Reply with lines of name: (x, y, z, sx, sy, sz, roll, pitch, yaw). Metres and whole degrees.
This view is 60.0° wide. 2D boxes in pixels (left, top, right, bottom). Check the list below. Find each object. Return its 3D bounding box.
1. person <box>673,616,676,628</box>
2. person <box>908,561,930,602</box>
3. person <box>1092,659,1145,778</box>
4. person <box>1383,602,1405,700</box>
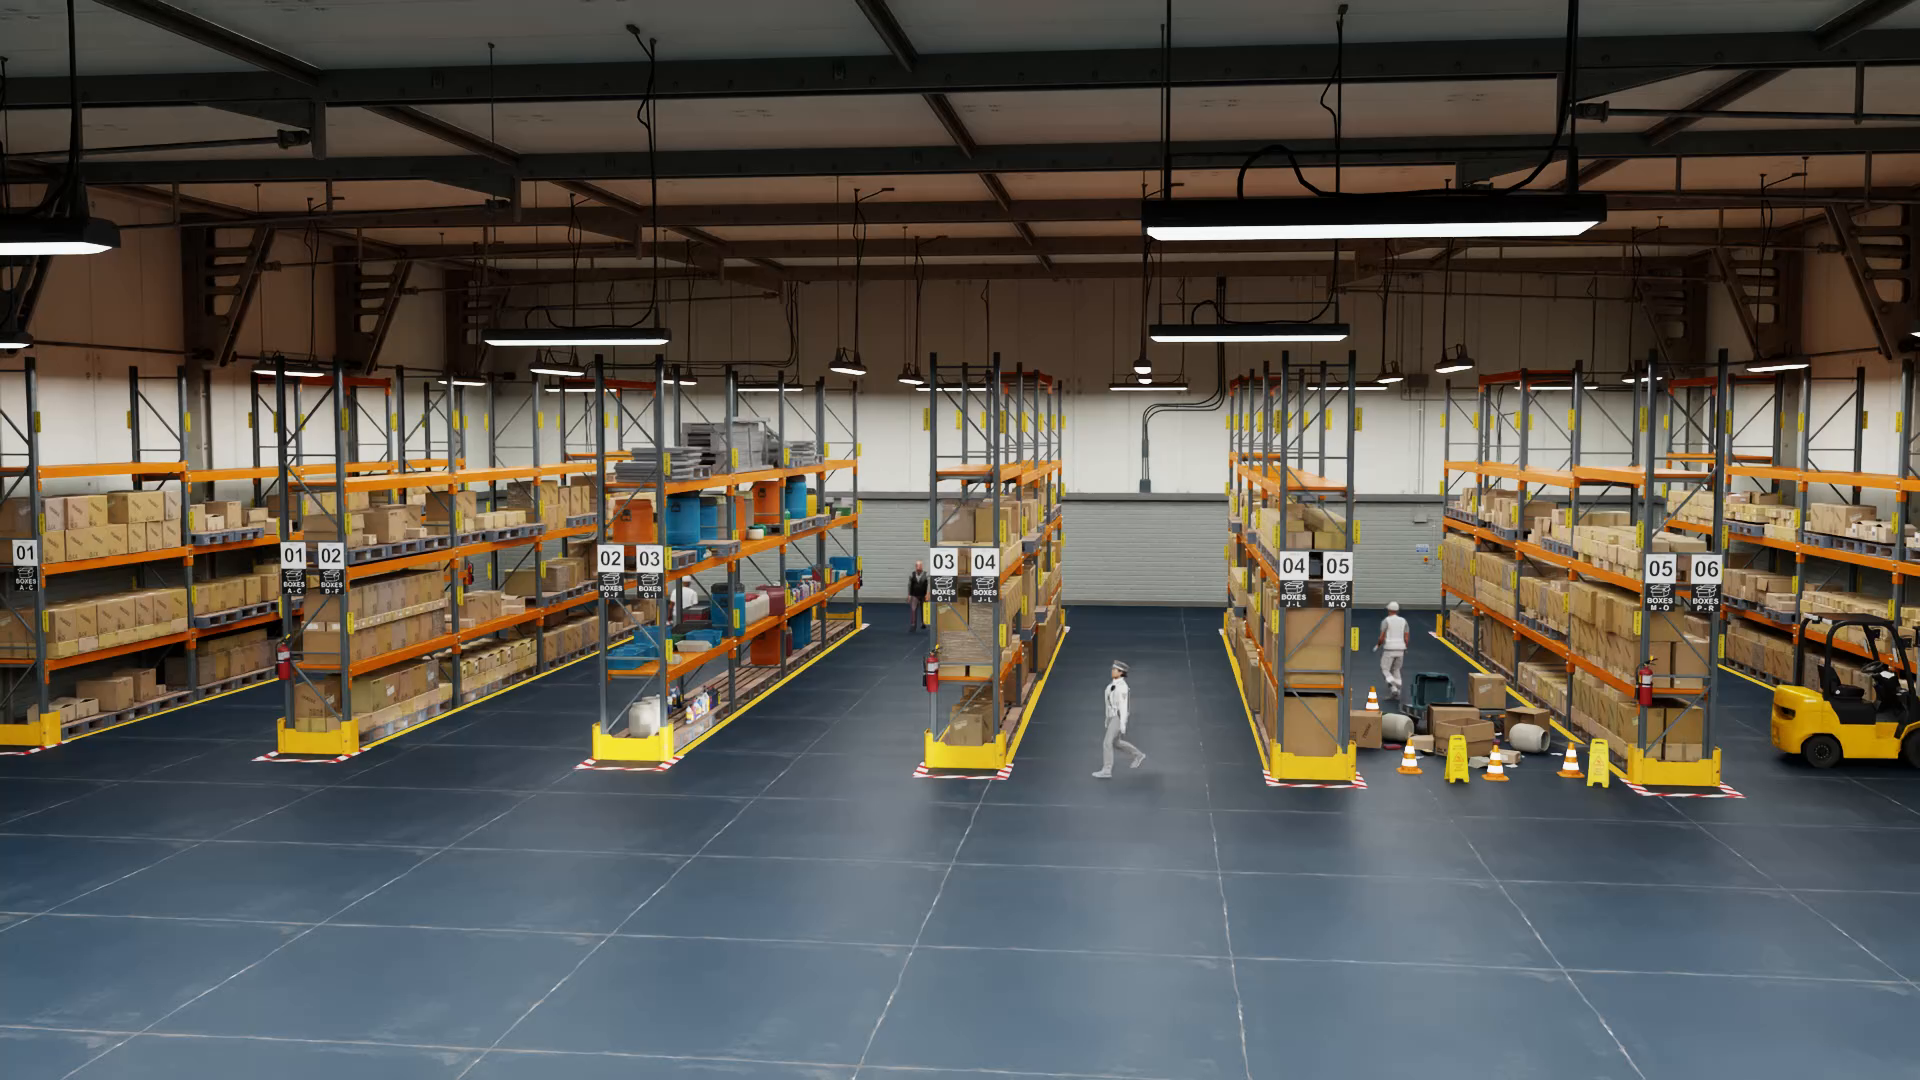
person: (-5.912, 1.974, 35.342, 0.439, 0.934, 0.433, 0, 4, 4)
person: (-0.974, 1.057, 39.662, 0.582, 0.928, 0.494, 0, 4, 1)
person: (2.263, 2.501, 23.460, 0.887, 1.653, 0.484, -2, 4, -21)
person: (7.817, 2.003, 30.109, 0.418, 1.763, 0.451, -1, 4, -18)
